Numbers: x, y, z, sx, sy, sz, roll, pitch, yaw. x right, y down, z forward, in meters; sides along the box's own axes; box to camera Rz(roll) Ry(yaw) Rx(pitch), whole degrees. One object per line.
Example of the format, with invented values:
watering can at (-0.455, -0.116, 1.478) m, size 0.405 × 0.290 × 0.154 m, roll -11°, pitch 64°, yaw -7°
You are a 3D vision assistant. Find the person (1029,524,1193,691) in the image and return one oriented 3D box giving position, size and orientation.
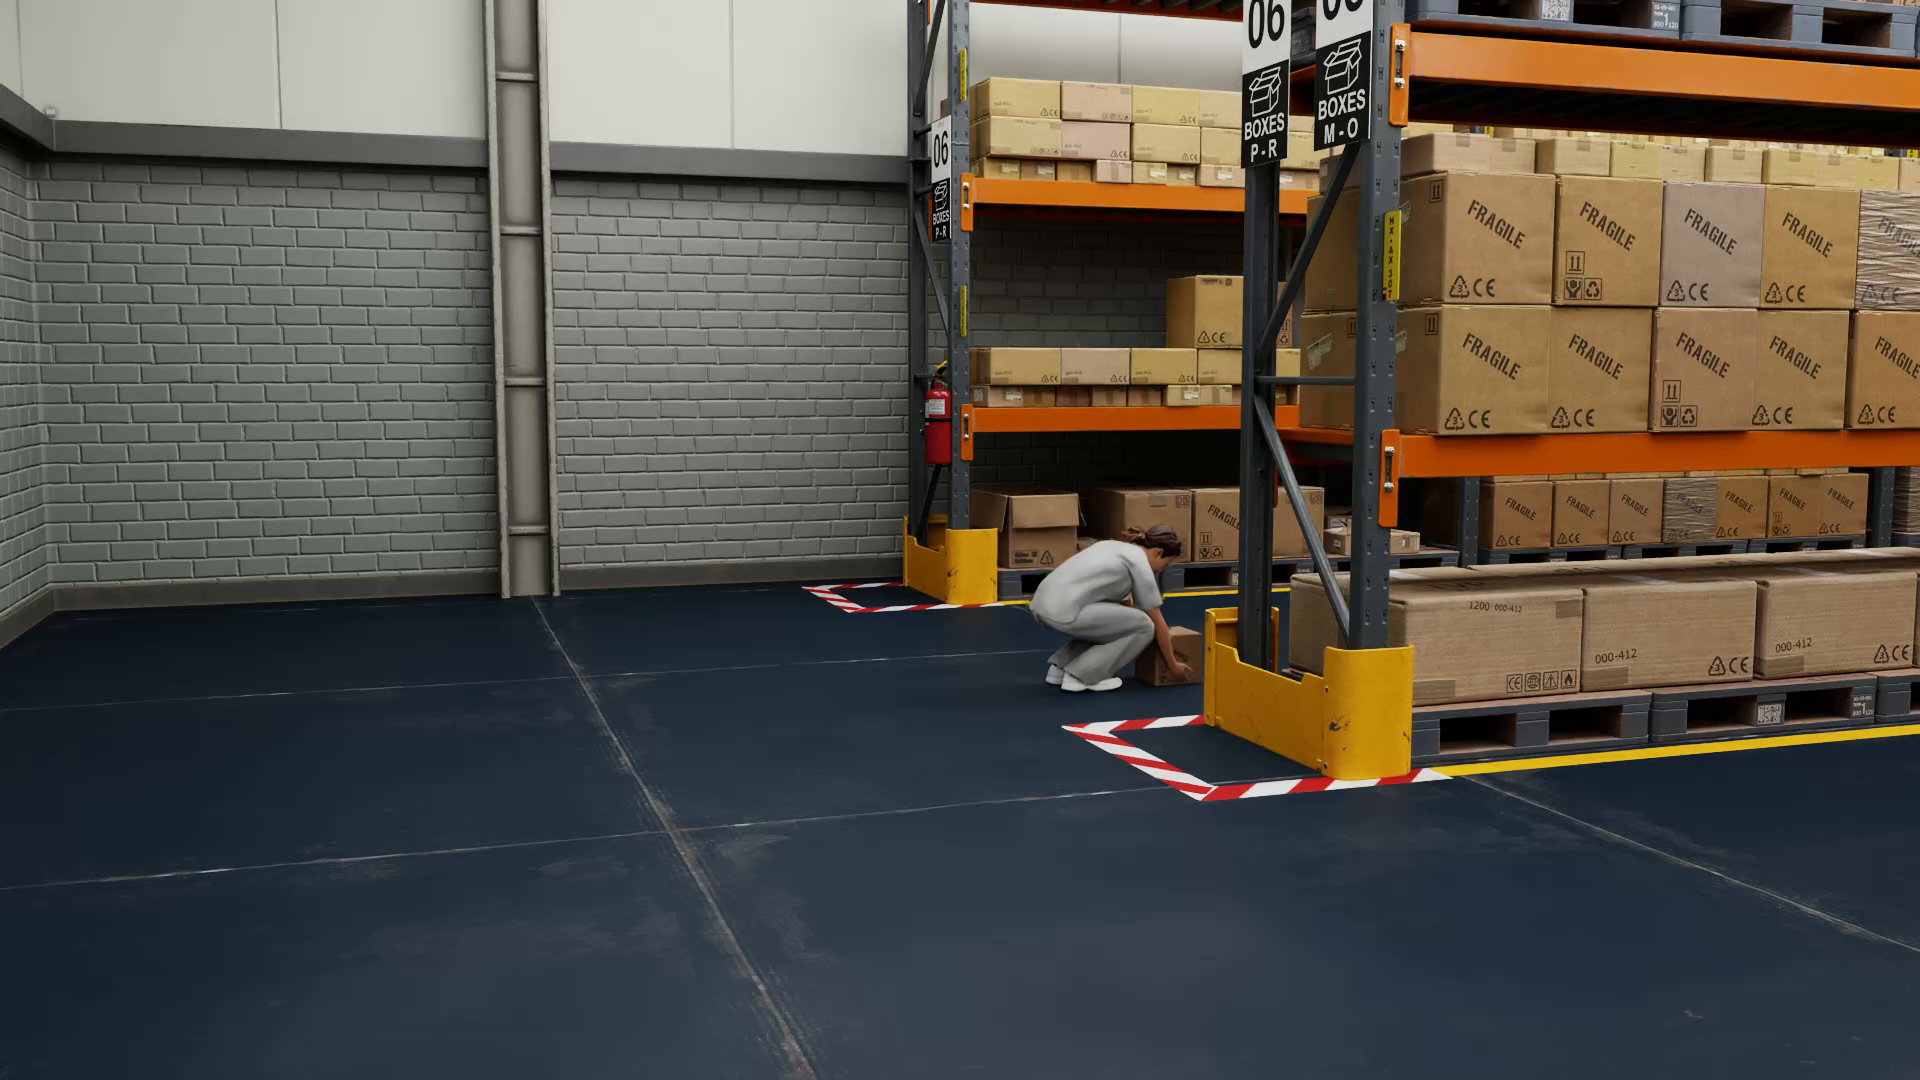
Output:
person at (0.738, 0.337, 8.215) m, size 0.807 × 0.804 × 0.478 m, roll -2°, pitch 6°, yaw -19°
